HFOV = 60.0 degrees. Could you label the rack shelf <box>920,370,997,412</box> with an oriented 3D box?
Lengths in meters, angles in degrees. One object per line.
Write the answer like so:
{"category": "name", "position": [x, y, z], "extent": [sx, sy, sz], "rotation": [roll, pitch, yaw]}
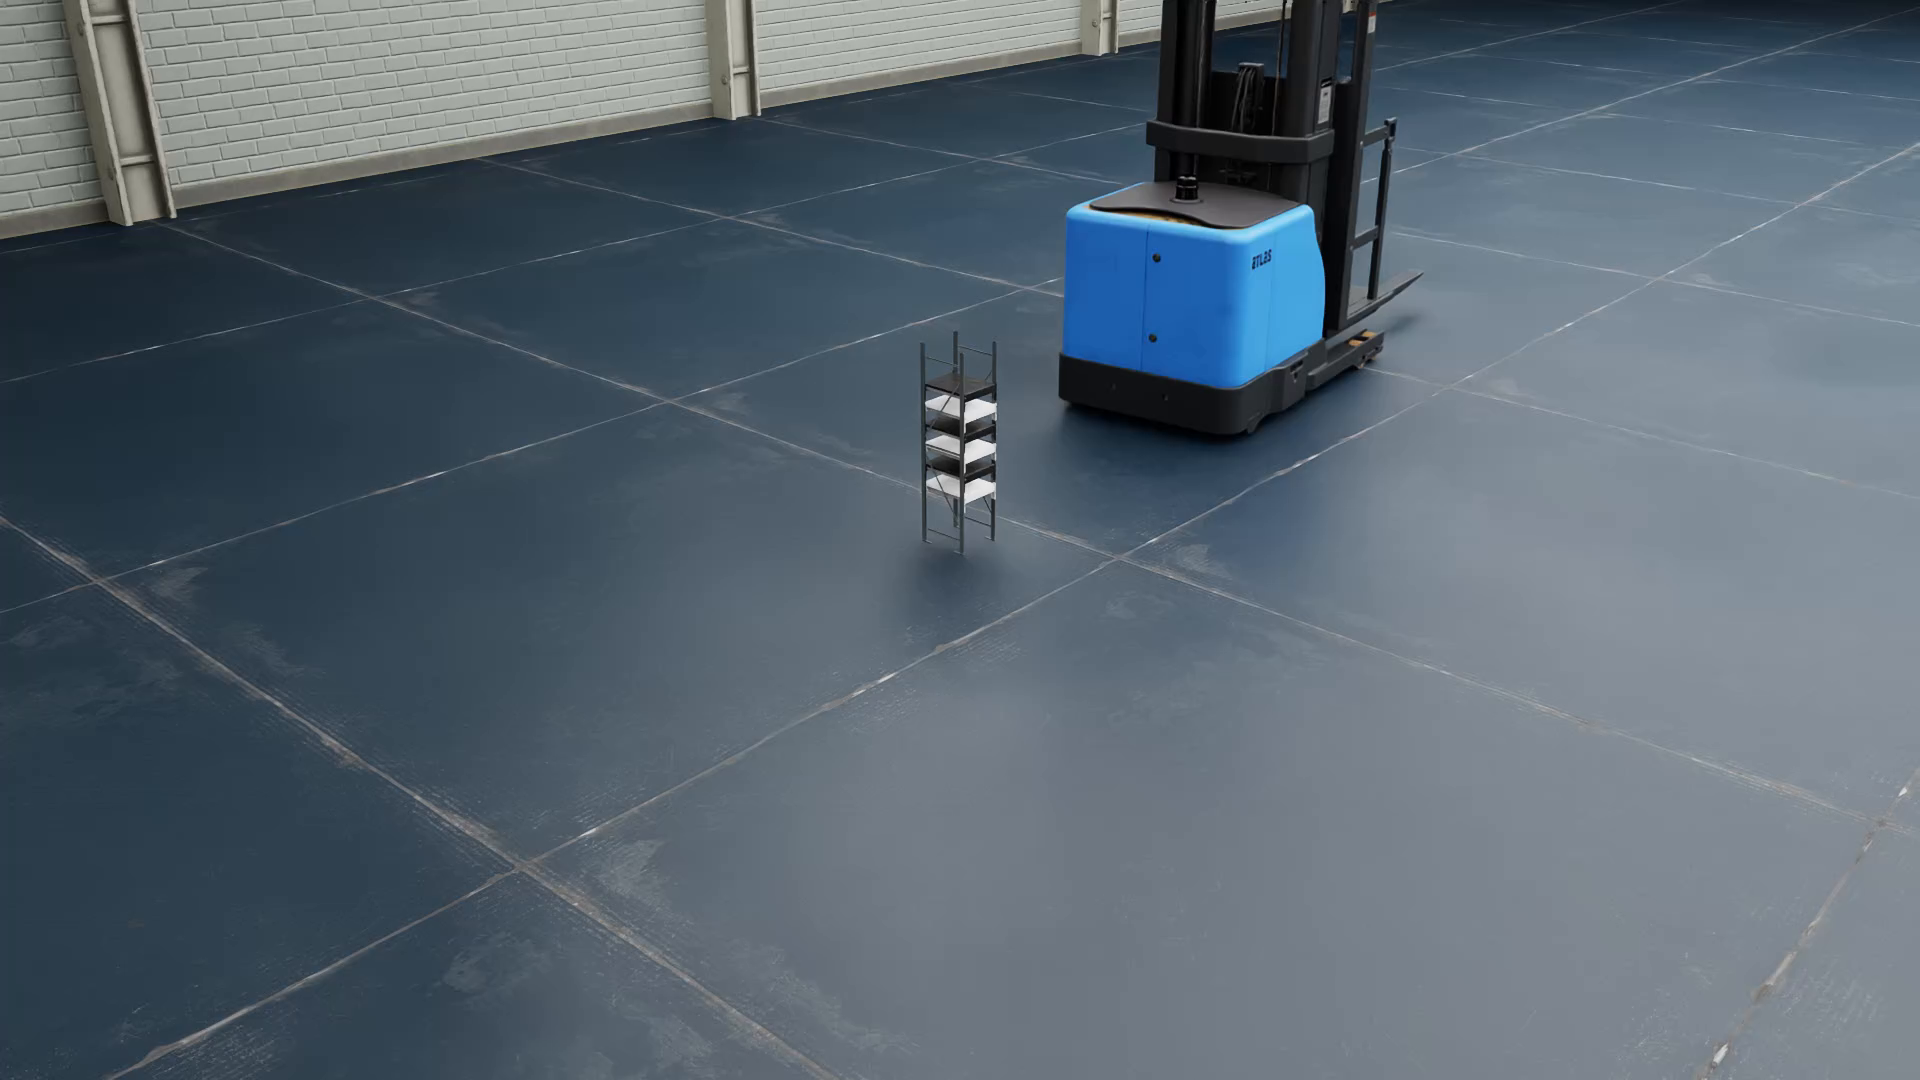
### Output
{"category": "rack shelf", "position": [-0.005, -0.624, 6.964], "extent": [0.258, 0.077, 0.200], "rotation": [20, 31, 38]}

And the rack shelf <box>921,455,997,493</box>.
{"category": "rack shelf", "position": [-0.005, -0.296, 7.111], "extent": [0.258, 0.077, 0.200], "rotation": [20, 31, 38]}

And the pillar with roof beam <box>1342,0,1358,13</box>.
{"category": "pillar with roof beam", "position": [8.955, -10.880, 20.517], "extent": [9.100, 9.000, 0.400], "rotation": [20, 31, 38]}

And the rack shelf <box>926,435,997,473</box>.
{"category": "rack shelf", "position": [-0.005, -0.378, 7.074], "extent": [0.258, 0.077, 0.200], "rotation": [20, 31, 38]}

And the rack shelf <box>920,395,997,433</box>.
{"category": "rack shelf", "position": [-0.005, -0.542, 7.000], "extent": [0.258, 0.077, 0.200], "rotation": [20, 31, 38]}

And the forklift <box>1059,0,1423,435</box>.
{"category": "forklift", "position": [1.778, -2.404, 9.029], "extent": [1.130, 2.935, 3.031], "rotation": [16, 29, 32]}

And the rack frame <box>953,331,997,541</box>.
{"category": "rack frame", "position": [0.062, -0.439, 7.129], "extent": [0.240, 0.900, 0.006], "rotation": [20, 31, 38]}

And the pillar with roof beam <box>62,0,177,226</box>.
{"category": "pillar with roof beam", "position": [-3.058, -5.396, 8.285], "extent": [9.100, 9.000, 0.400], "rotation": [20, 31, 38]}

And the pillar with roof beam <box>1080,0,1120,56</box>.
{"category": "pillar with roof beam", "position": [4.951, -9.052, 16.439], "extent": [9.100, 9.000, 0.400], "rotation": [20, 31, 38]}

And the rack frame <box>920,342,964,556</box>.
{"category": "rack frame", "position": [-0.073, -0.377, 6.991], "extent": [0.240, 0.900, 0.006], "rotation": [20, 31, 38]}

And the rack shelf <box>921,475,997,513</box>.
{"category": "rack shelf", "position": [-0.005, -0.213, 7.148], "extent": [0.258, 0.077, 0.200], "rotation": [20, 31, 38]}

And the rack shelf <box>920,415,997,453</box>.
{"category": "rack shelf", "position": [-0.005, -0.460, 7.037], "extent": [0.258, 0.077, 0.200], "rotation": [20, 31, 38]}

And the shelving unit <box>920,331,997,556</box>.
{"category": "shelving unit", "position": [-0.005, -0.408, 7.060], "extent": [0.258, 0.900, 0.210], "rotation": [20, 31, 38]}

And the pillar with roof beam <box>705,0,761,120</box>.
{"category": "pillar with roof beam", "position": [0.946, -7.224, 12.362], "extent": [9.100, 9.000, 0.400], "rotation": [20, 31, 38]}
